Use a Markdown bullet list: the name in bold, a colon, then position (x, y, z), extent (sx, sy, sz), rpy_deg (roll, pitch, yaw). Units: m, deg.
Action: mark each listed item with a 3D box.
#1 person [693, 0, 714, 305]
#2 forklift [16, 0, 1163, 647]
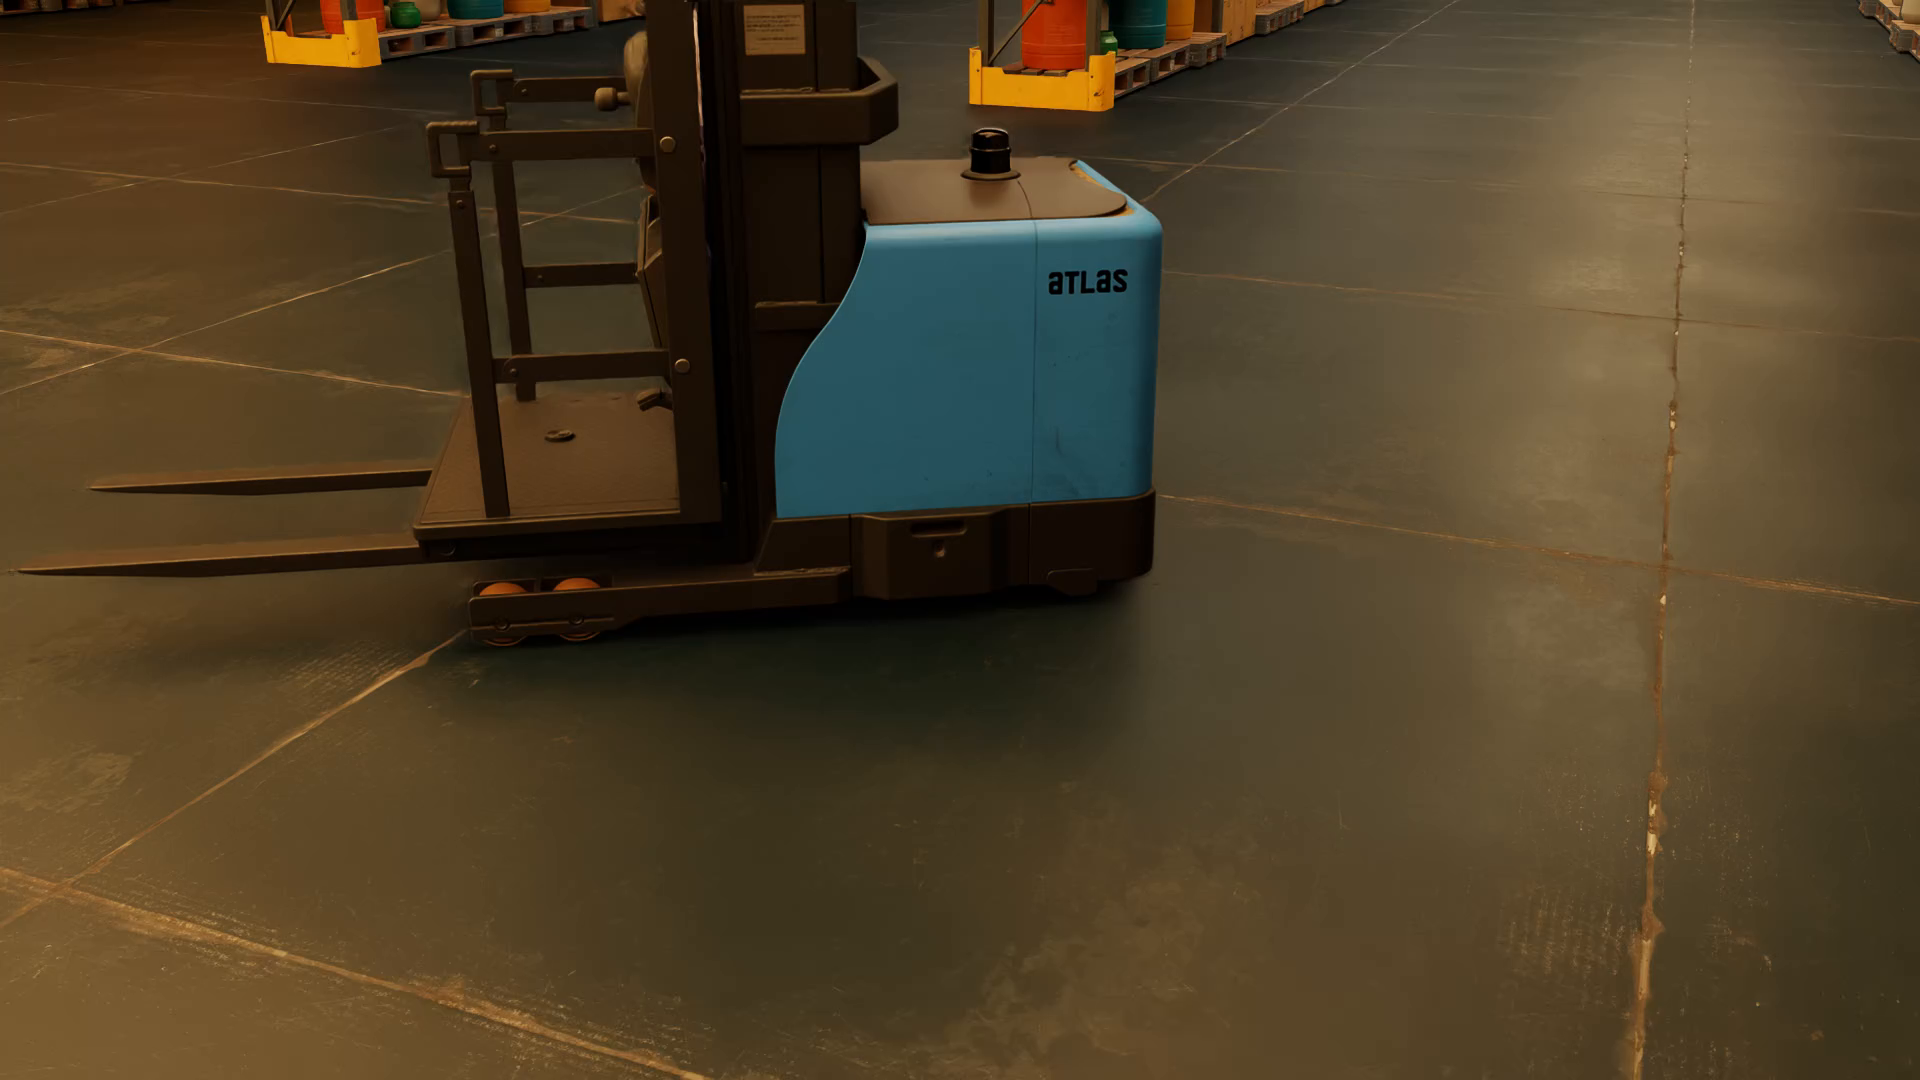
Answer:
- **person**: position (-0.977, -1.497, 6.660), extent (0.541, 1.601, 0.720), rpy_deg (-14, 26, -30)
- **forklift**: position (-1.016, -1.288, 4.374), extent (3.031, 2.935, 1.130), rpy_deg (-4, 23, -9)
